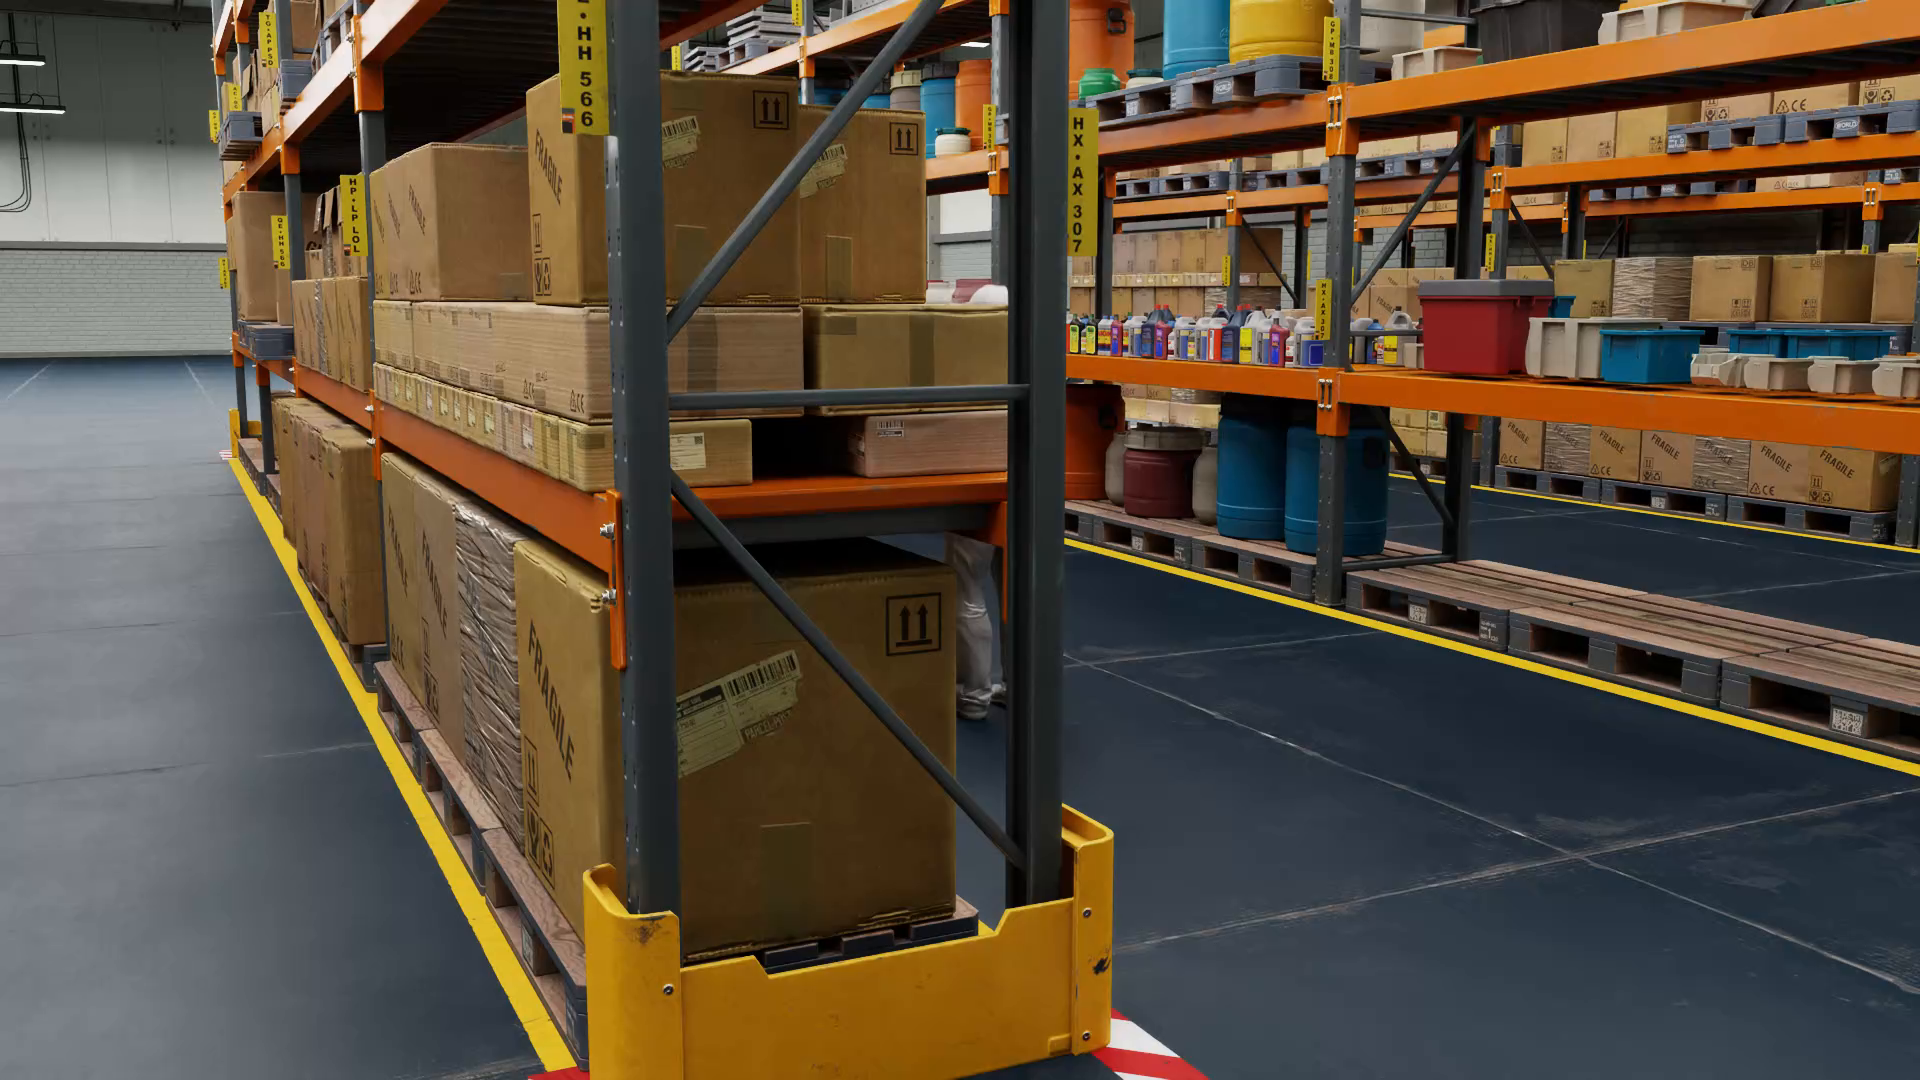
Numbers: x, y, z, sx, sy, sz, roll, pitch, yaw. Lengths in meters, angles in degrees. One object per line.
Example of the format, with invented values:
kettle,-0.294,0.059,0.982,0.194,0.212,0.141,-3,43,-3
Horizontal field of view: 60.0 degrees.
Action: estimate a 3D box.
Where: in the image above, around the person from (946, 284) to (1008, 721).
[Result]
person,0.087,-0.168,6.894,0.505,1.763,0.557,-4,9,-26
